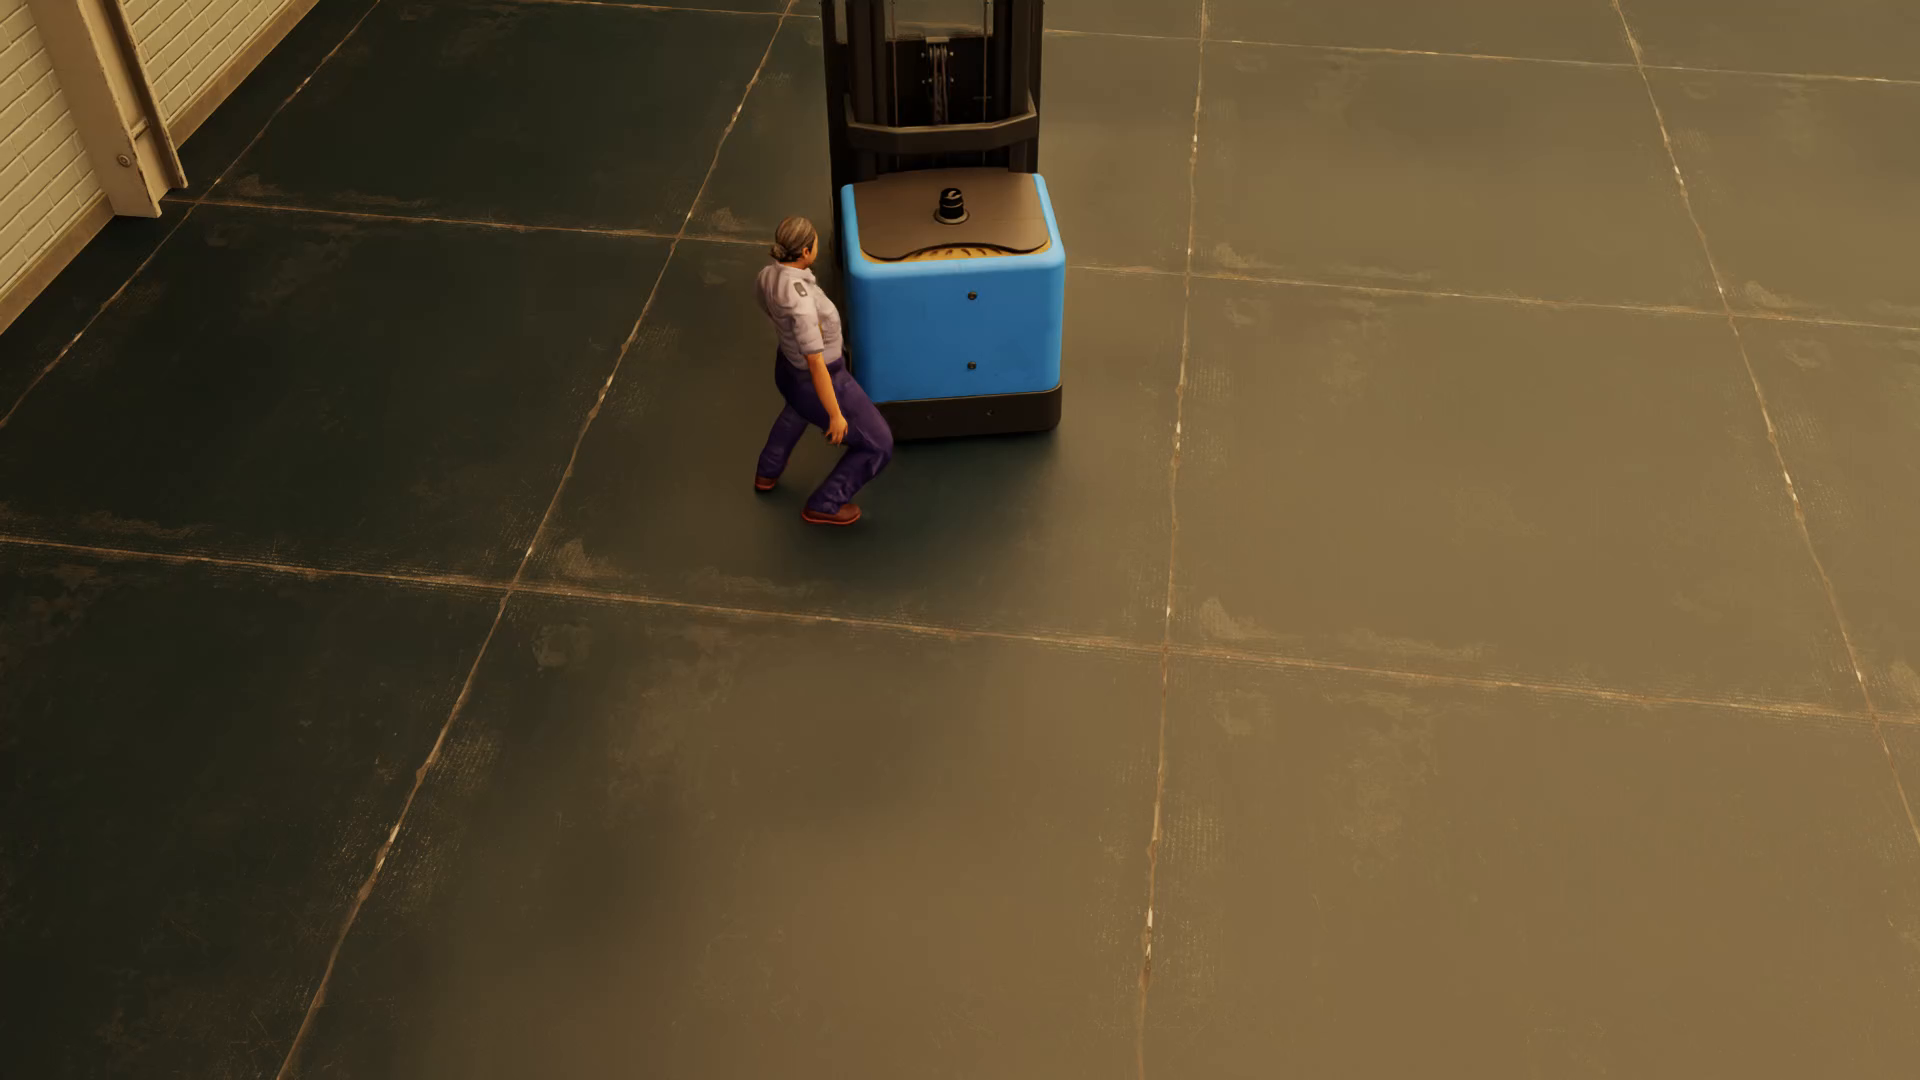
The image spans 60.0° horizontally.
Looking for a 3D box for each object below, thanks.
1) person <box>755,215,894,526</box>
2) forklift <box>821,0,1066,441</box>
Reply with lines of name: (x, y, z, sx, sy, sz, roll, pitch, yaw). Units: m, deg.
person: (-0.668, -0.762, 7.590, 0.542, 1.562, 0.850, -17, 45, -18)
forklift: (-0.163, -2.567, 8.519, 1.130, 2.935, 3.031, -4, 43, -5)
